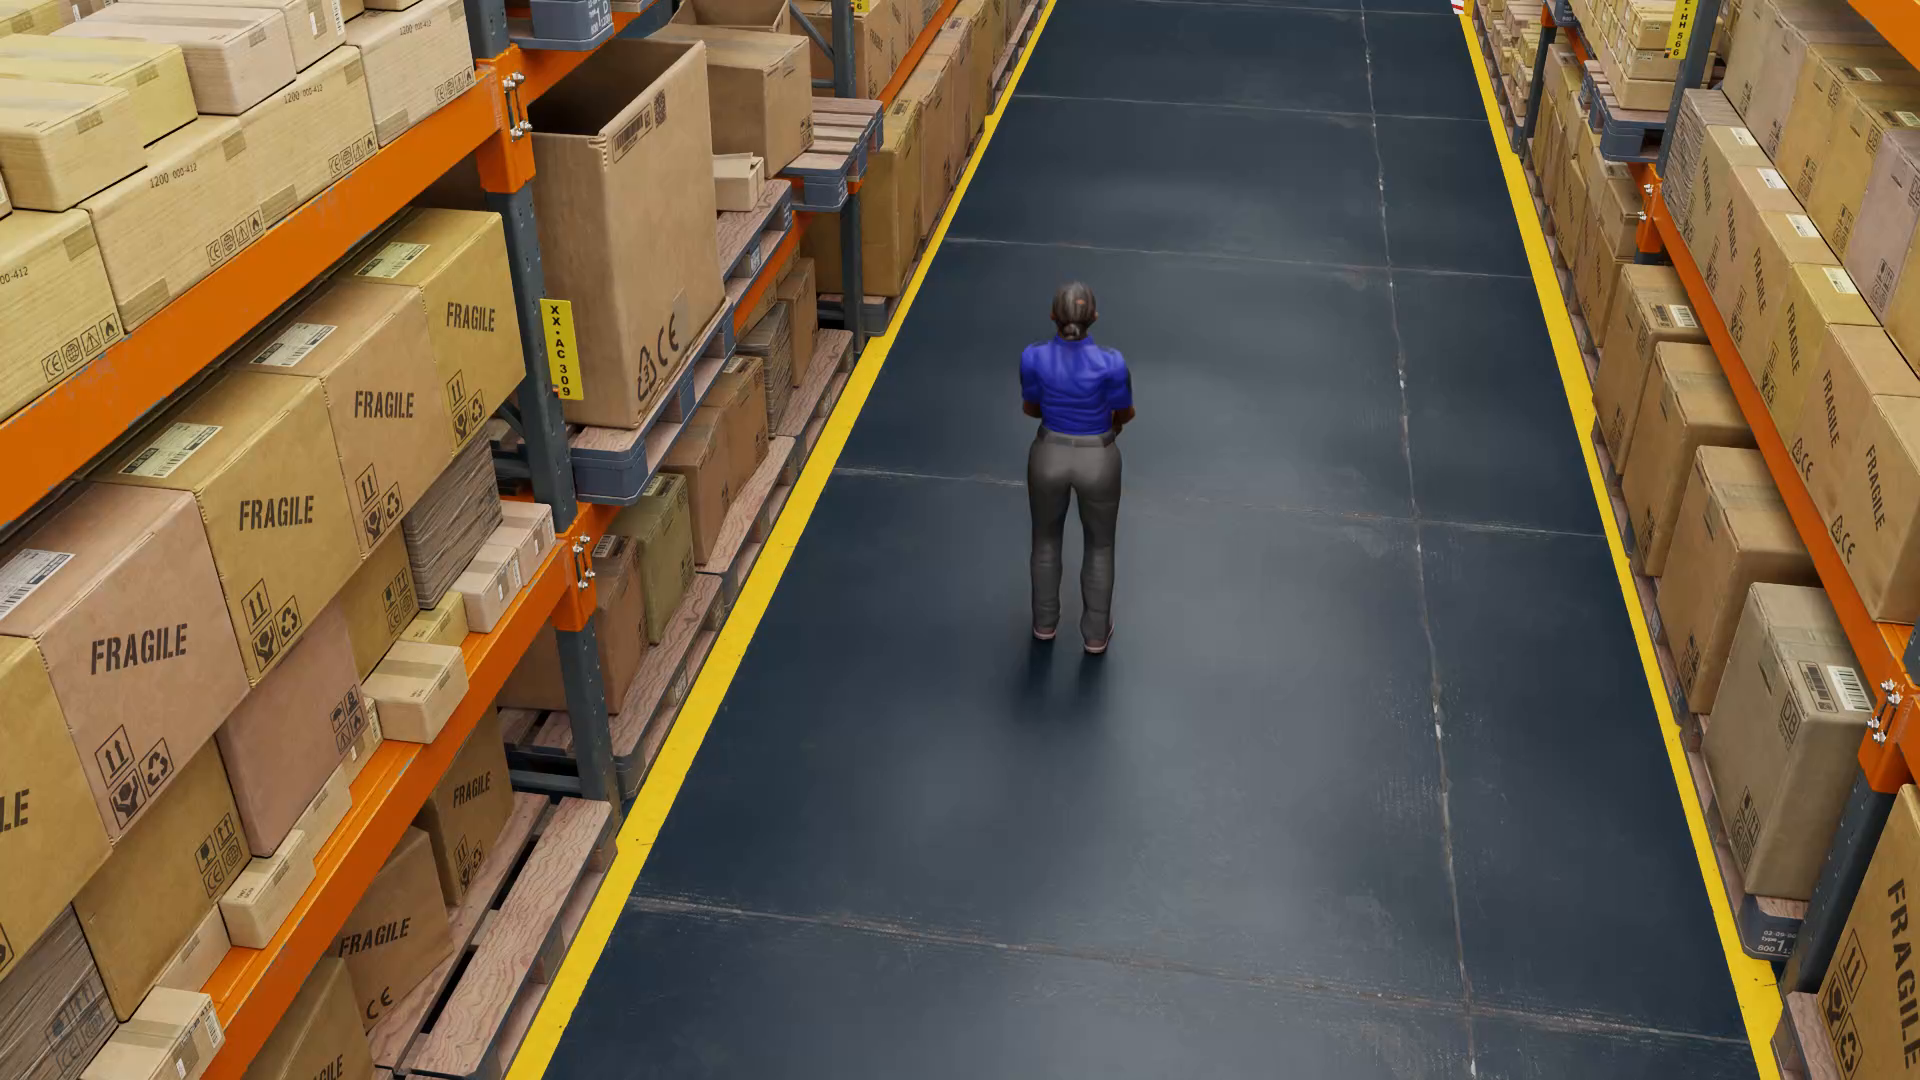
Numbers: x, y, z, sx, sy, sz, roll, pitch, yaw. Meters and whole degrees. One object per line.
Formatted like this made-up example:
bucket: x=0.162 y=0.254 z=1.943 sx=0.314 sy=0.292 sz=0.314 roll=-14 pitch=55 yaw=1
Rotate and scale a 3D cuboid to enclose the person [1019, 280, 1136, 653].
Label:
person: x=0.468 y=-0.326 z=6.662 sx=0.451 sy=1.648 sz=0.516 roll=6 pitch=33 yaw=9
